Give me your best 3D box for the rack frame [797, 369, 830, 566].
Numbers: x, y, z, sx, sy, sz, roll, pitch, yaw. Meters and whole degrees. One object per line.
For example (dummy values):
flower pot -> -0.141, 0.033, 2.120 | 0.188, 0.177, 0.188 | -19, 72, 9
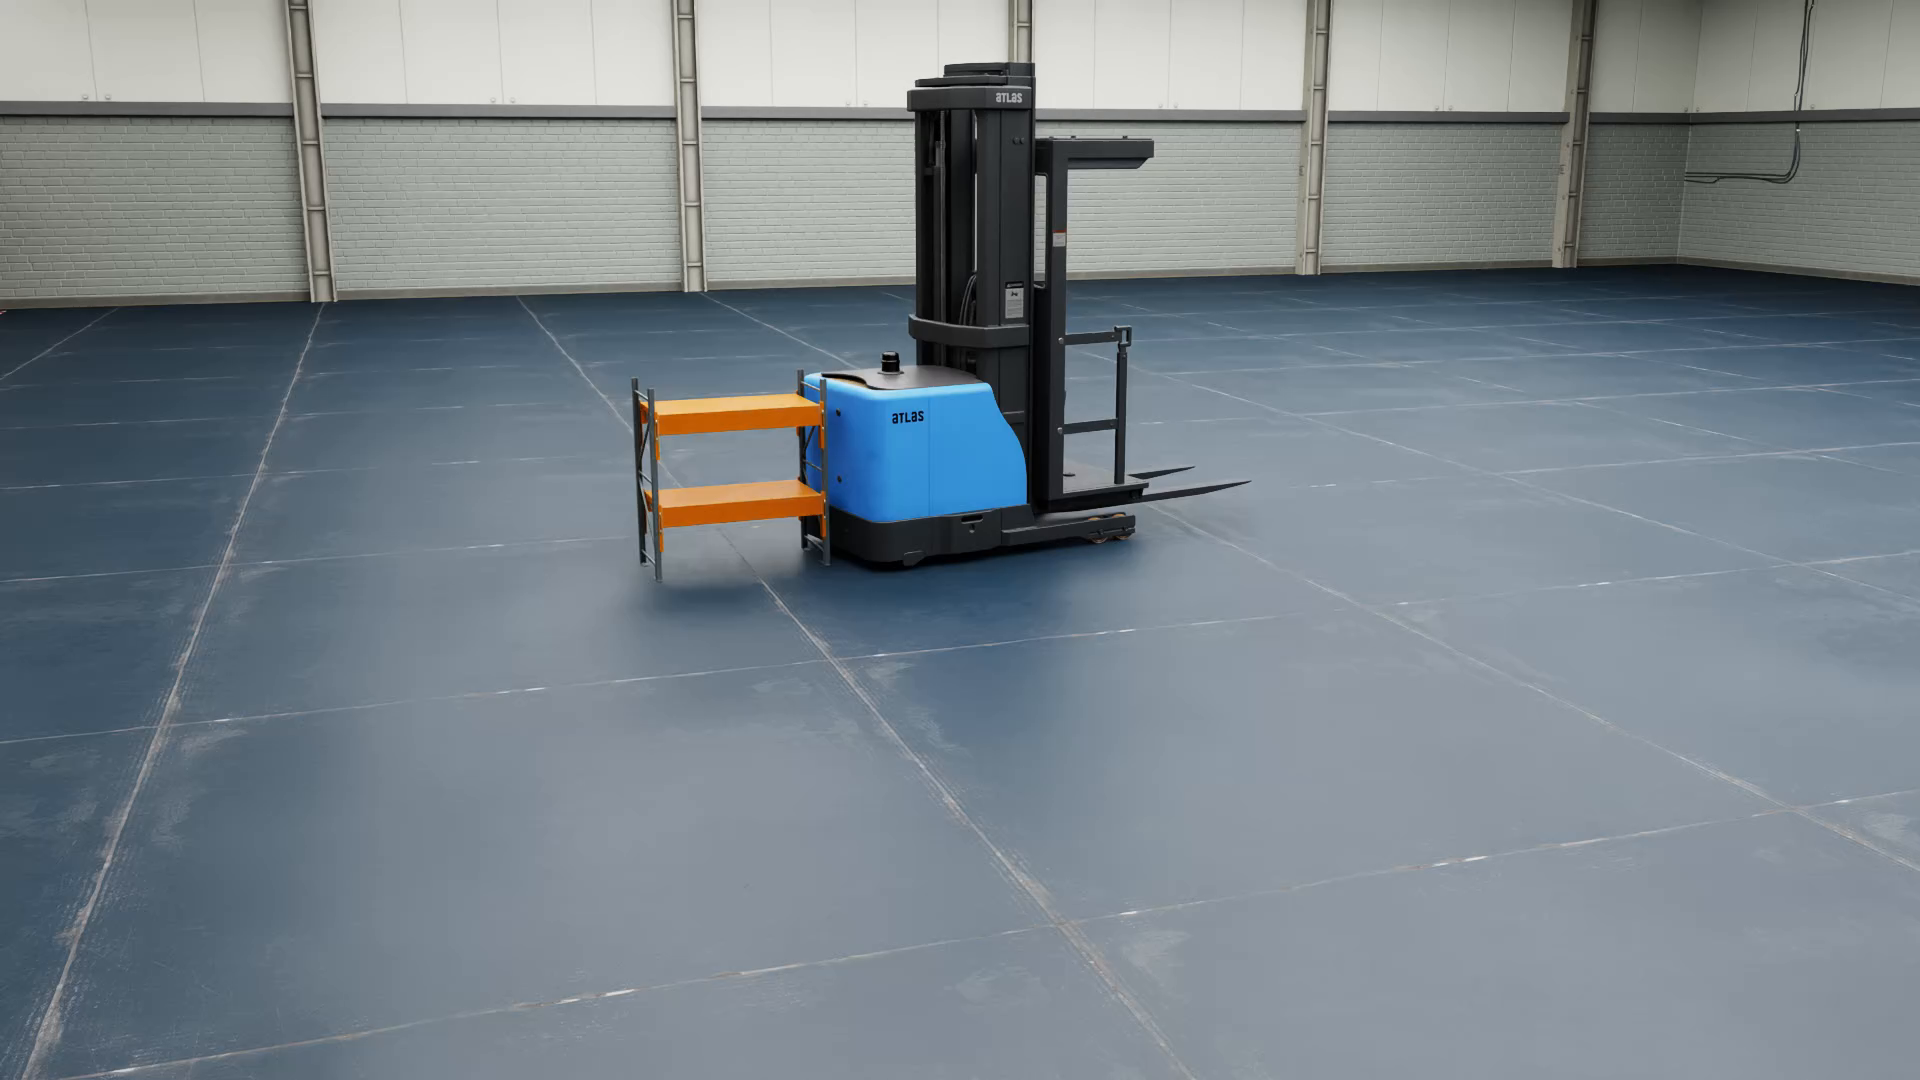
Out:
rack frame -> -0.889, -0.446, 10.089 | 0.032, 1.125, 0.500 | -5, 14, -21

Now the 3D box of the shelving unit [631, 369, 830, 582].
shelving unit -> -1.360, -0.402, 9.903 | 1.048, 1.125, 0.538 | -5, 14, -21

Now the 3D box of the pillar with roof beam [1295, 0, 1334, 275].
pillar with roof beam -> 8.155, -8.626, 27.462 | 0.400, 9.000, 9.100 | -4, 14, -18

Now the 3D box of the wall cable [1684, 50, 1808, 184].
wall cable -> 15.683, -8.430, 33.348 | 0.112, 2.526, 3.097 | -4, 14, -18

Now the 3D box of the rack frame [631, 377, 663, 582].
rack frame -> -1.831, -0.358, 9.717 | 0.032, 1.125, 0.500 | -5, 14, -21

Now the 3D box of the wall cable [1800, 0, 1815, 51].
wall cable -> 16.546, -10.294, 30.269 | 0.112, 2.526, 3.097 | -4, 14, -18

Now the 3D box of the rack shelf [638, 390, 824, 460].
rack shelf -> -1.360, -0.687, 9.835 | 1.000, 0.278, 0.538 | -5, 14, -21

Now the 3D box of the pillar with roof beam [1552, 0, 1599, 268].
pillar with roof beam -> 13.842, -9.069, 29.324 | 0.400, 9.000, 9.100 | -4, 14, -18

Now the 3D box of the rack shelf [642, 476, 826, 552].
rack shelf -> -1.360, -0.164, 9.959 | 1.000, 0.278, 0.538 | -5, 14, -21

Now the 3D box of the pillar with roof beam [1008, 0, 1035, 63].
pillar with roof beam -> 2.469, -8.183, 25.601 | 0.400, 9.000, 9.100 | -4, 14, -18

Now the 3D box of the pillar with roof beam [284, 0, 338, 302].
pillar with roof beam -> -8.905, -7.298, 21.877 | 0.400, 9.000, 9.100 | -4, 14, -18

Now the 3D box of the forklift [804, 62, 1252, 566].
forklift -> 0.533, -1.500, 10.617 | 3.031, 2.935, 1.130 | -8, 16, -30

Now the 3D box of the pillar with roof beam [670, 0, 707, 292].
pillar with roof beam -> -3.218, -7.741, 23.739 | 0.400, 9.000, 9.100 | -4, 14, -18
